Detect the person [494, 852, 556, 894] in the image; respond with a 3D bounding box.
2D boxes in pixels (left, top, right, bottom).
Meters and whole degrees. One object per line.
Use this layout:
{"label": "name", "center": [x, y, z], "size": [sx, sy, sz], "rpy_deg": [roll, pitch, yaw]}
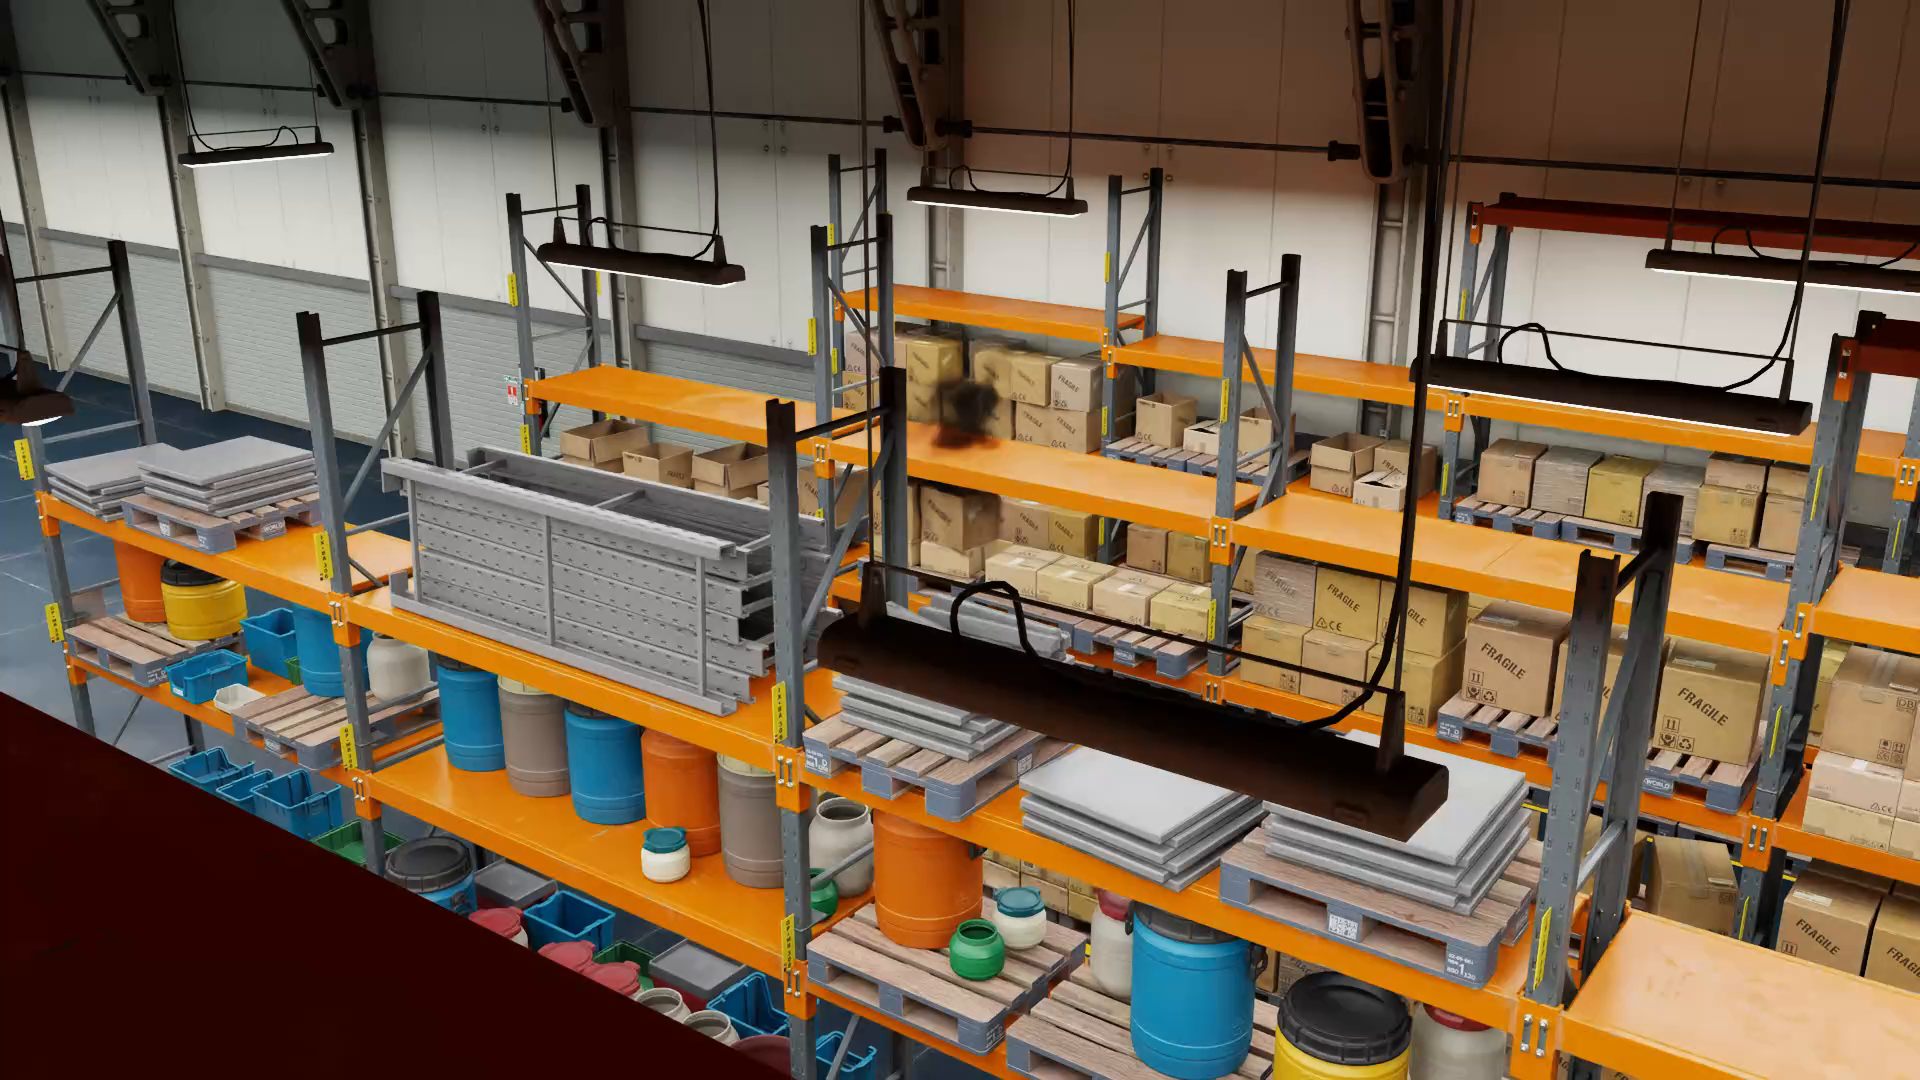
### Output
{"label": "person", "center": [-3.850, 2.637, 14.574], "size": [0.797, 1.738, 0.554], "rpy_deg": [10, 21, 27]}
